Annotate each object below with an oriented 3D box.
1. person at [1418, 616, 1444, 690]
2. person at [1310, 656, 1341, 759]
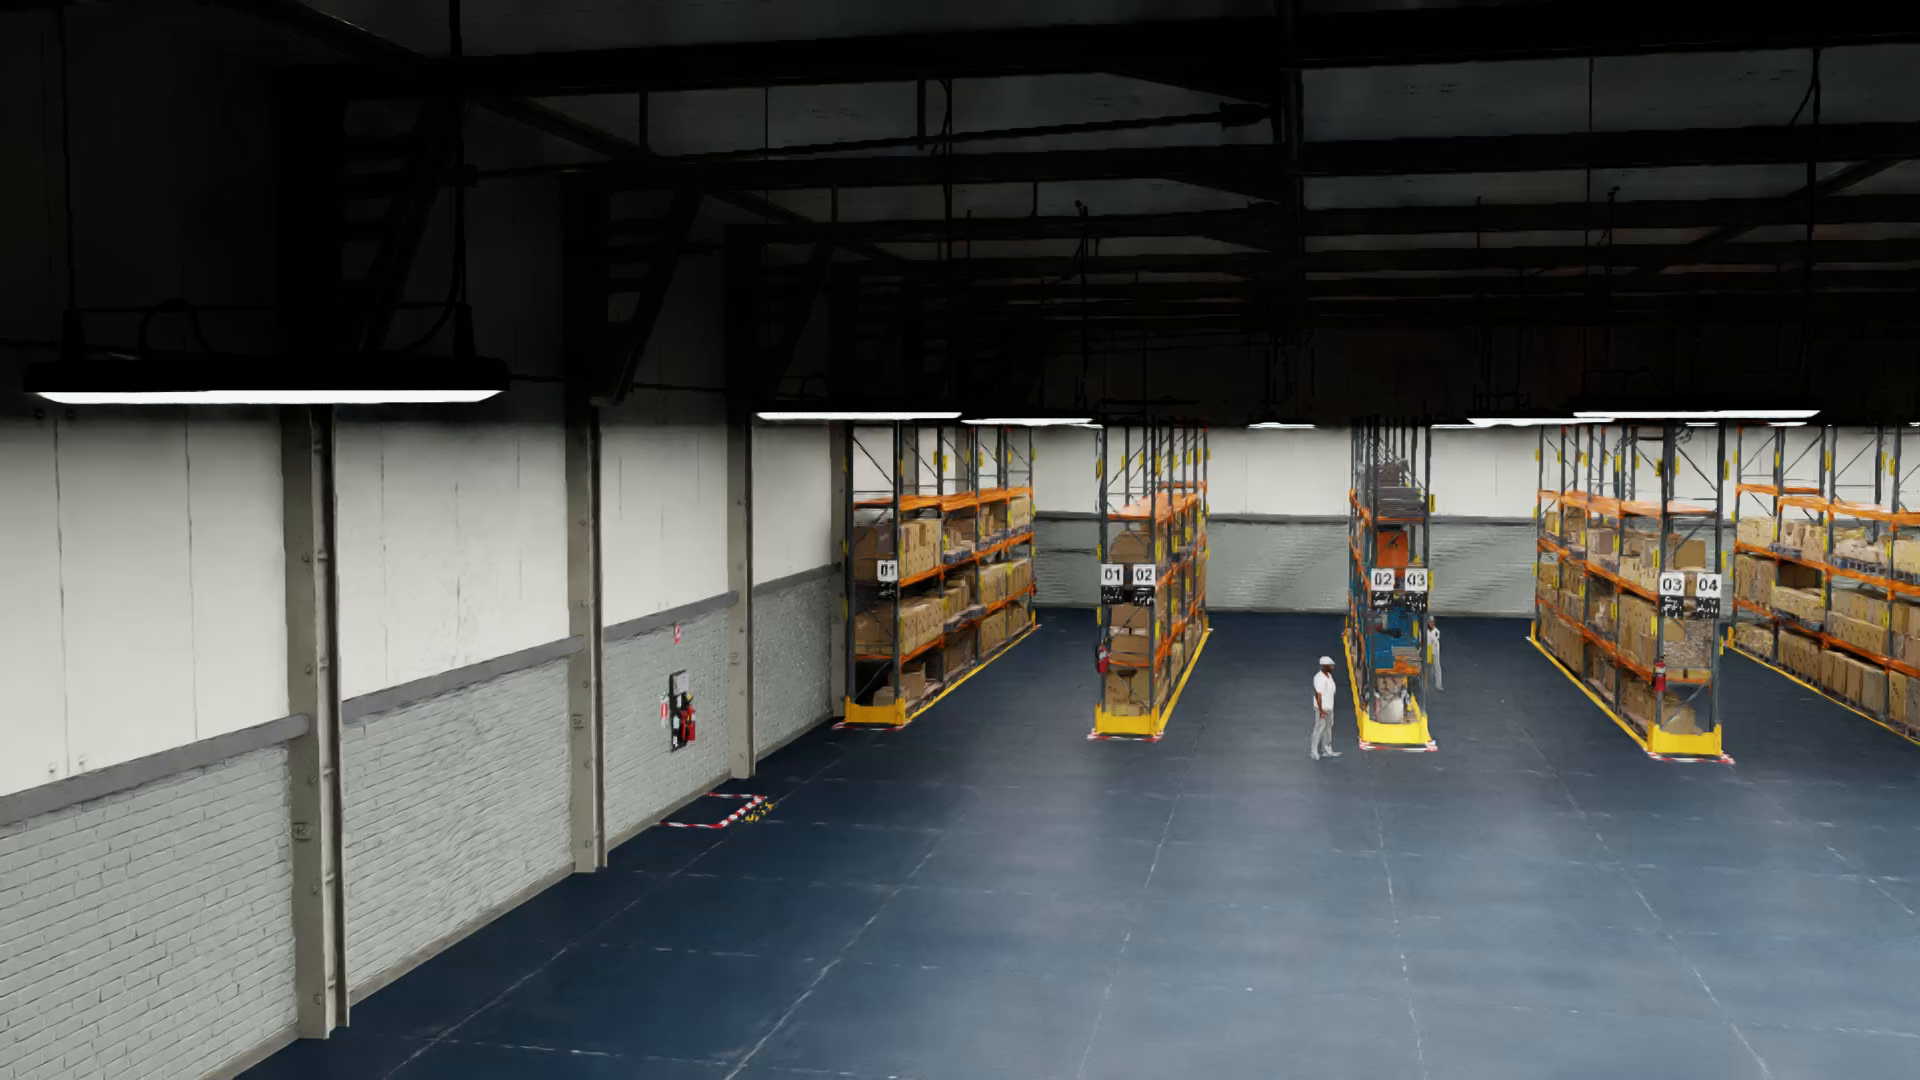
[{"bbox_3d":[10.345,2.473,36.621,0.490,1.598,0.999,0,4,3],"label":"person"},{"bbox_3d":[6.350,2.896,28.920,0.428,1.768,0.652,2,5,32],"label":"person"}]
